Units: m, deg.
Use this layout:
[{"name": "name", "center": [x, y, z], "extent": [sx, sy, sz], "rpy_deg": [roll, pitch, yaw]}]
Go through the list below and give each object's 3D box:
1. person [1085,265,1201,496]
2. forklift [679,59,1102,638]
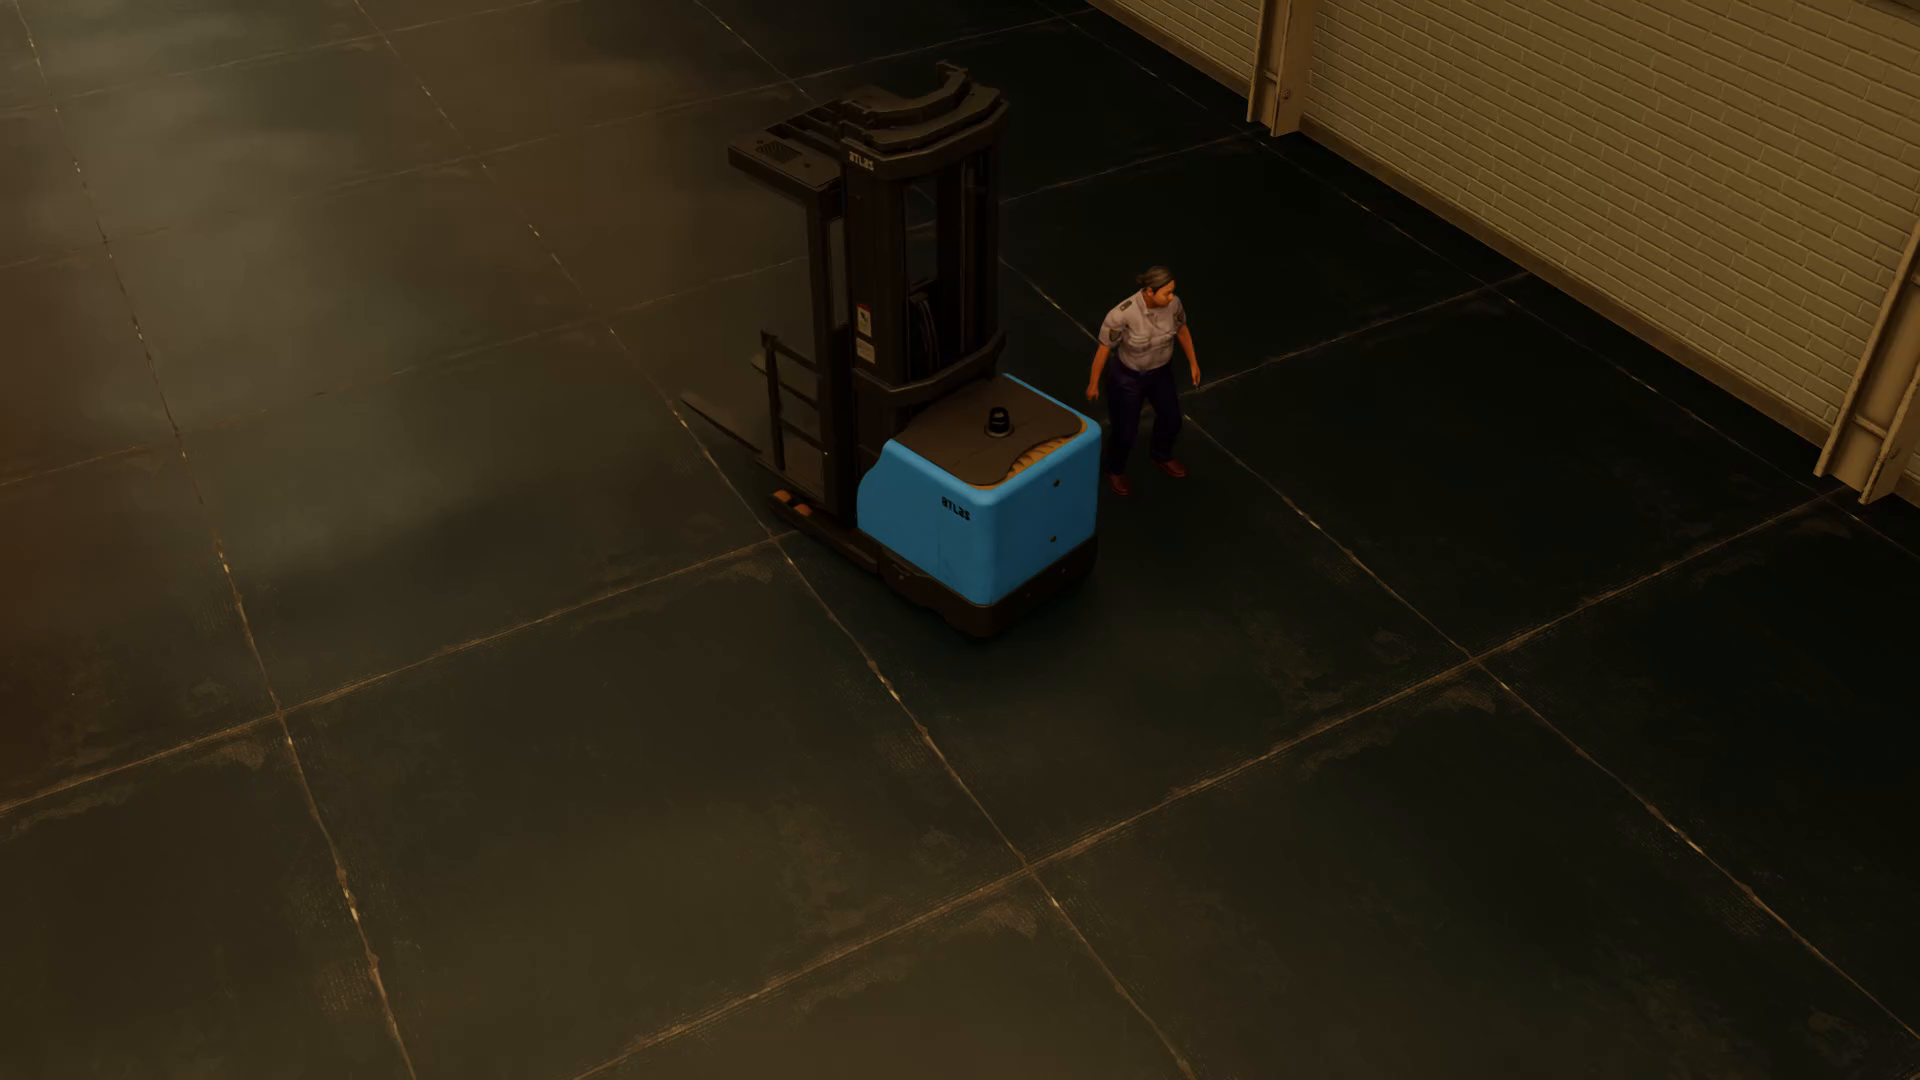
[{"name": "person", "center": [1.125, -1.014, 10.292], "extent": [0.721, 1.620, 0.348], "rpy_deg": [-19, 43, -21]}, {"name": "forklift", "center": [-0.577, -1.399, 9.723], "extent": [3.031, 2.935, 1.130], "rpy_deg": [32, 49, 33]}]
